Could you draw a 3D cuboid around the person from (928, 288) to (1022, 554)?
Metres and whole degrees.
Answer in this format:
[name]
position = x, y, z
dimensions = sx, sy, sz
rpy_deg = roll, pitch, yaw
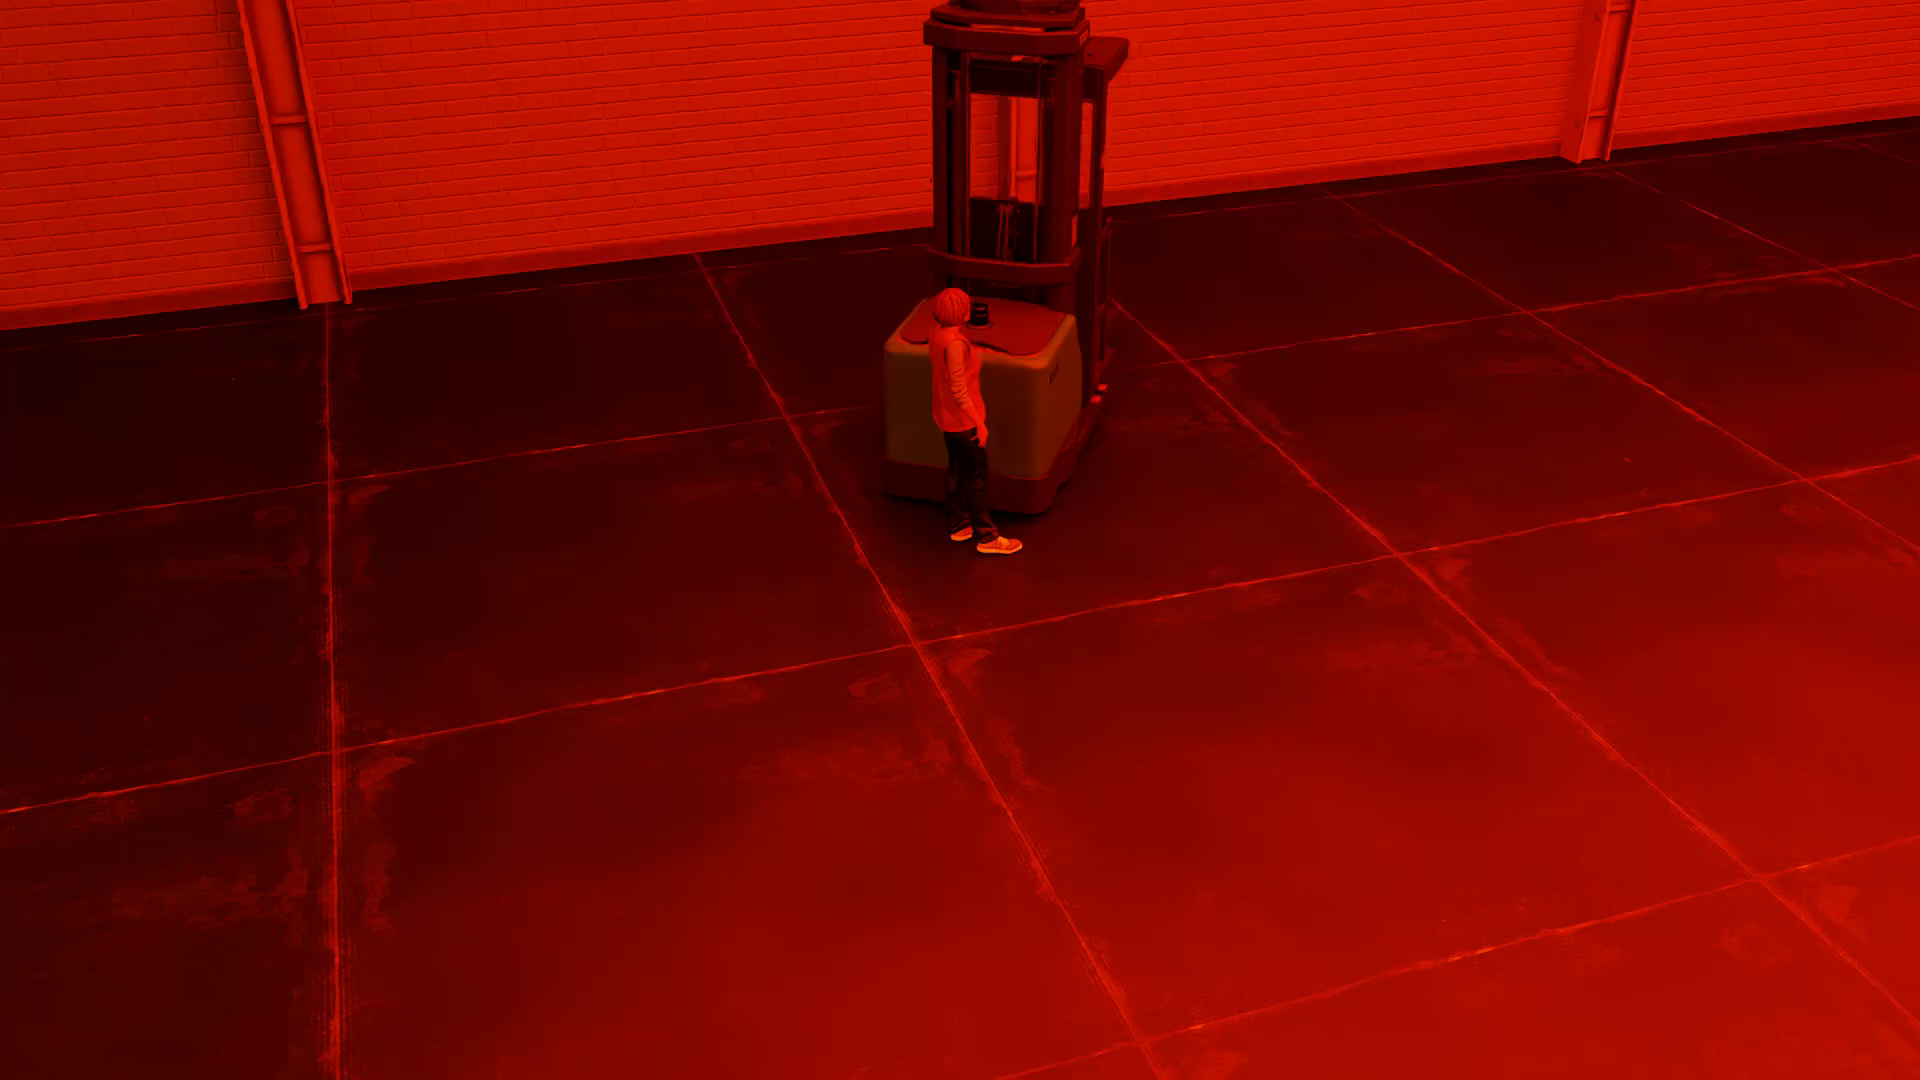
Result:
[person]
position = 0.074, -0.704, 9.632
dimensions = 0.476, 1.597, 0.520
rpy_deg = -10, 31, -16

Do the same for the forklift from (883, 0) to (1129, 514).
[forklift]
position = 0.431, -2.150, 10.824
dimensions = 1.130, 2.935, 3.031
rpy_deg = 8, 31, 14
